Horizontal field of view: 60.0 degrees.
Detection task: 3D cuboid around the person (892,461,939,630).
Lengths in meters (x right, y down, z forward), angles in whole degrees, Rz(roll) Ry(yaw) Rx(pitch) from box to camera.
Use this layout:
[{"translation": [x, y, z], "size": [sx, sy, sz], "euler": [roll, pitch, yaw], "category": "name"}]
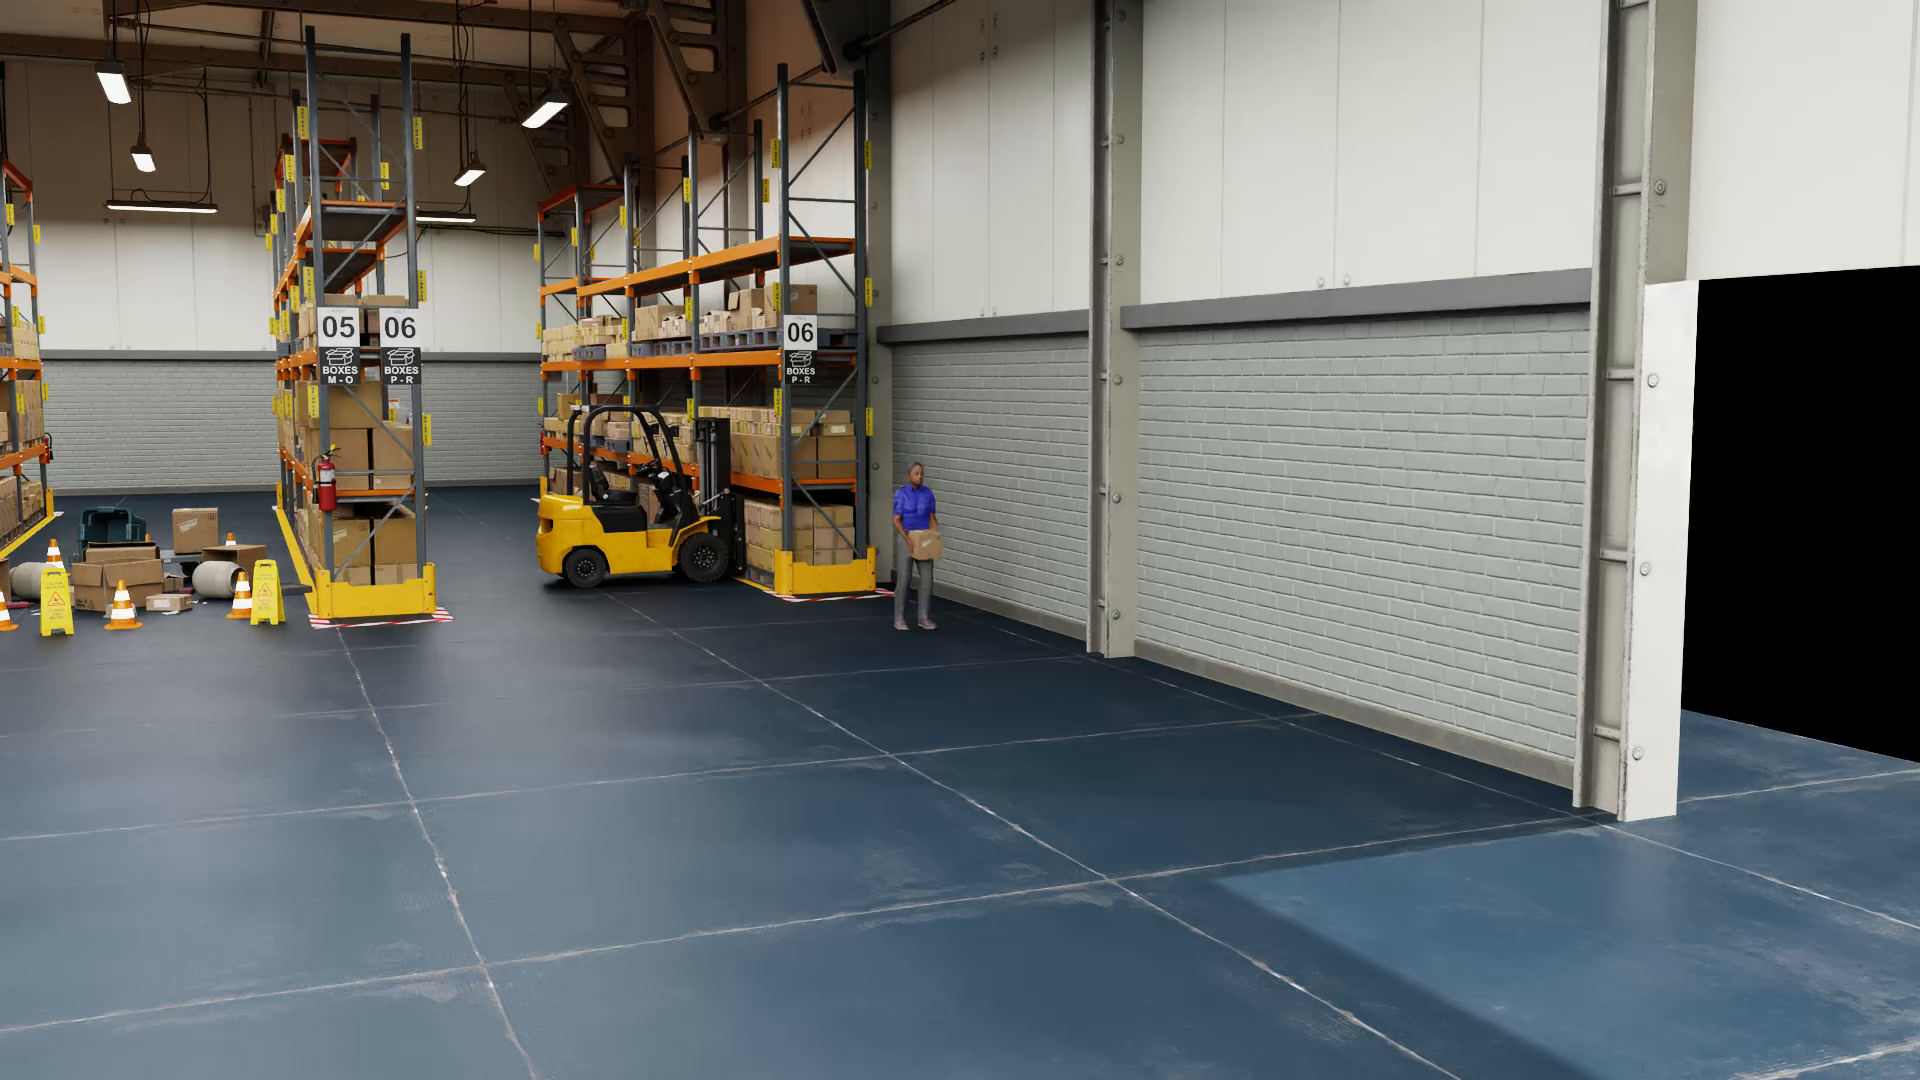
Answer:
[{"translation": [-0.431, 0.051, 16.461], "size": [0.484, 1.662, 0.397], "euler": [-3, 6, -25], "category": "person"}]
